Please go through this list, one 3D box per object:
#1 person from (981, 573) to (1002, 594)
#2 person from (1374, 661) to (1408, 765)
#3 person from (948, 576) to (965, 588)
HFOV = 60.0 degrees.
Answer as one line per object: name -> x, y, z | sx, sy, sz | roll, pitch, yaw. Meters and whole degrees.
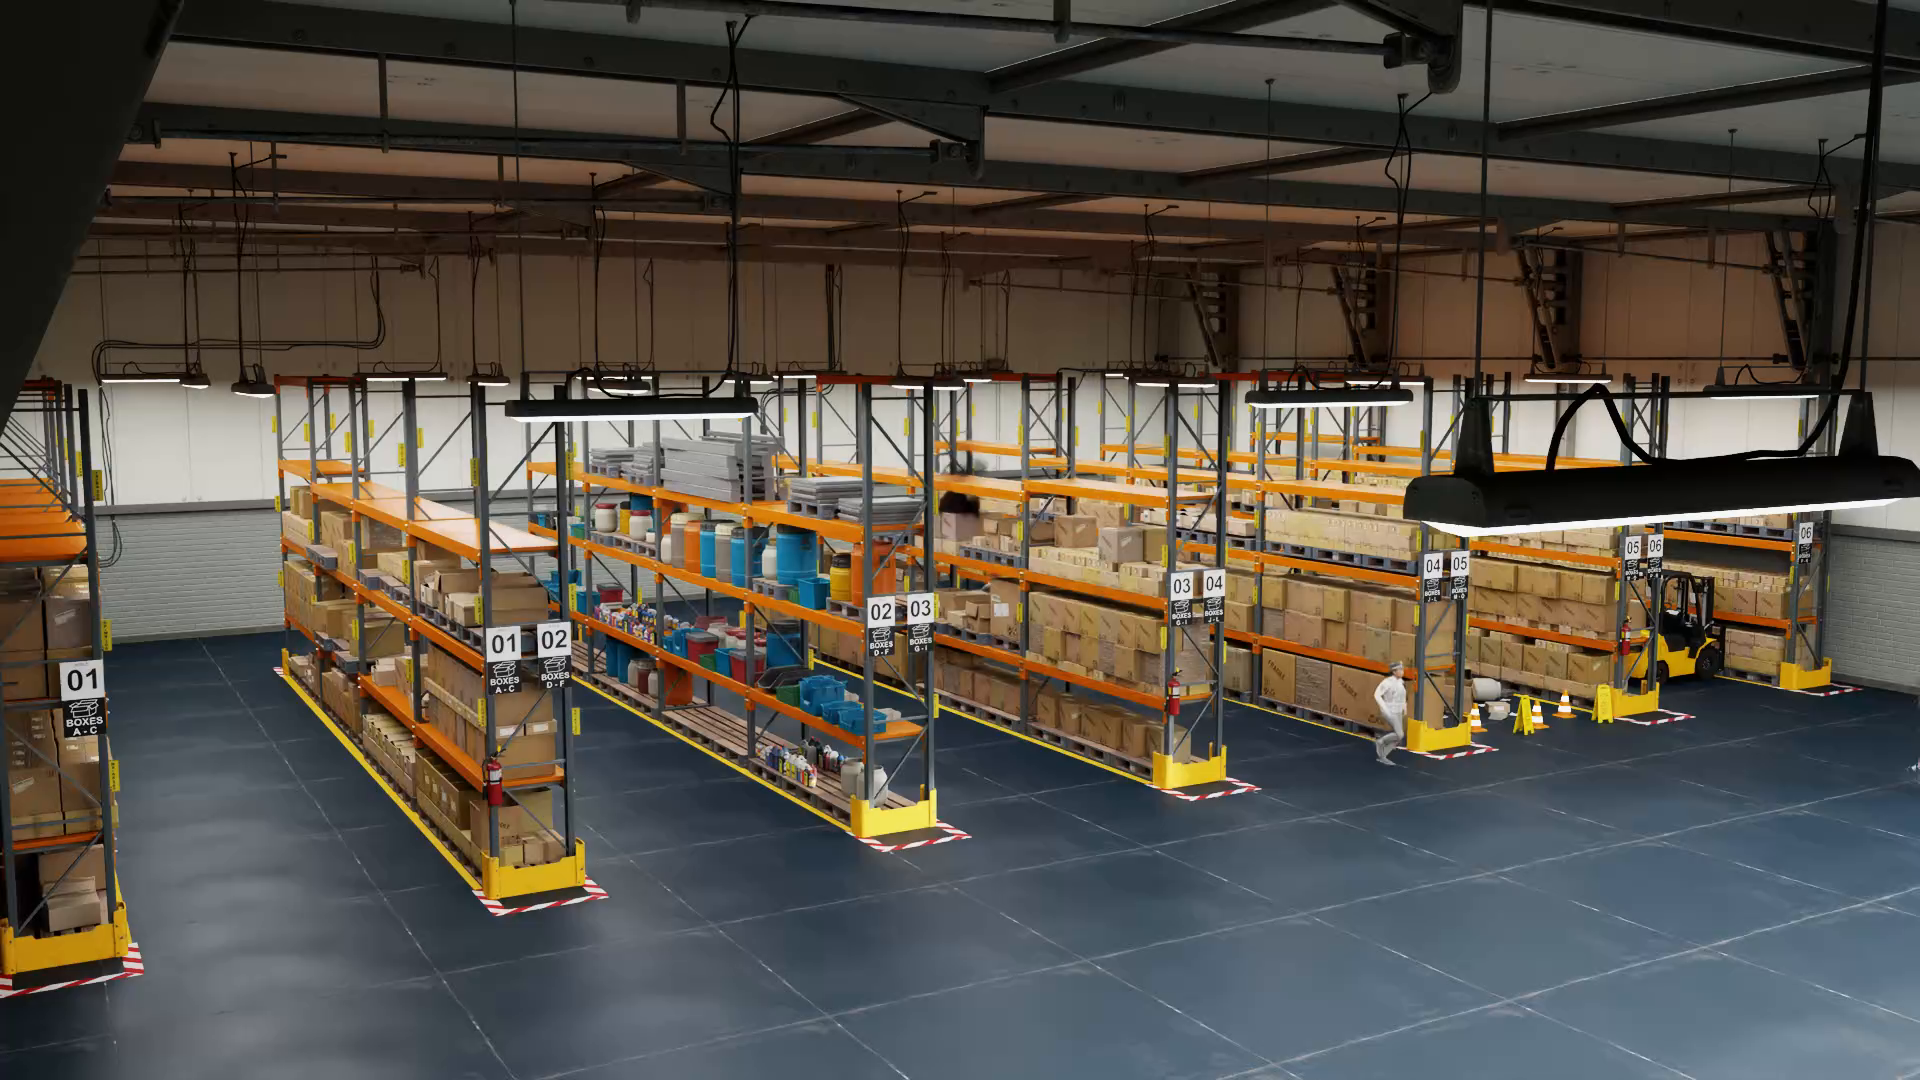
person -> 0.792, 1.526, 35.791 | 0.658, 1.799, 0.935 | -3, 7, -25
person -> 6.786, 2.691, 25.942 | 0.626, 1.631, 0.496 | -5, 8, -41
person -> -0.075, 0.879, 42.138 | 0.521, 1.700, 0.685 | 1, 6, 11
